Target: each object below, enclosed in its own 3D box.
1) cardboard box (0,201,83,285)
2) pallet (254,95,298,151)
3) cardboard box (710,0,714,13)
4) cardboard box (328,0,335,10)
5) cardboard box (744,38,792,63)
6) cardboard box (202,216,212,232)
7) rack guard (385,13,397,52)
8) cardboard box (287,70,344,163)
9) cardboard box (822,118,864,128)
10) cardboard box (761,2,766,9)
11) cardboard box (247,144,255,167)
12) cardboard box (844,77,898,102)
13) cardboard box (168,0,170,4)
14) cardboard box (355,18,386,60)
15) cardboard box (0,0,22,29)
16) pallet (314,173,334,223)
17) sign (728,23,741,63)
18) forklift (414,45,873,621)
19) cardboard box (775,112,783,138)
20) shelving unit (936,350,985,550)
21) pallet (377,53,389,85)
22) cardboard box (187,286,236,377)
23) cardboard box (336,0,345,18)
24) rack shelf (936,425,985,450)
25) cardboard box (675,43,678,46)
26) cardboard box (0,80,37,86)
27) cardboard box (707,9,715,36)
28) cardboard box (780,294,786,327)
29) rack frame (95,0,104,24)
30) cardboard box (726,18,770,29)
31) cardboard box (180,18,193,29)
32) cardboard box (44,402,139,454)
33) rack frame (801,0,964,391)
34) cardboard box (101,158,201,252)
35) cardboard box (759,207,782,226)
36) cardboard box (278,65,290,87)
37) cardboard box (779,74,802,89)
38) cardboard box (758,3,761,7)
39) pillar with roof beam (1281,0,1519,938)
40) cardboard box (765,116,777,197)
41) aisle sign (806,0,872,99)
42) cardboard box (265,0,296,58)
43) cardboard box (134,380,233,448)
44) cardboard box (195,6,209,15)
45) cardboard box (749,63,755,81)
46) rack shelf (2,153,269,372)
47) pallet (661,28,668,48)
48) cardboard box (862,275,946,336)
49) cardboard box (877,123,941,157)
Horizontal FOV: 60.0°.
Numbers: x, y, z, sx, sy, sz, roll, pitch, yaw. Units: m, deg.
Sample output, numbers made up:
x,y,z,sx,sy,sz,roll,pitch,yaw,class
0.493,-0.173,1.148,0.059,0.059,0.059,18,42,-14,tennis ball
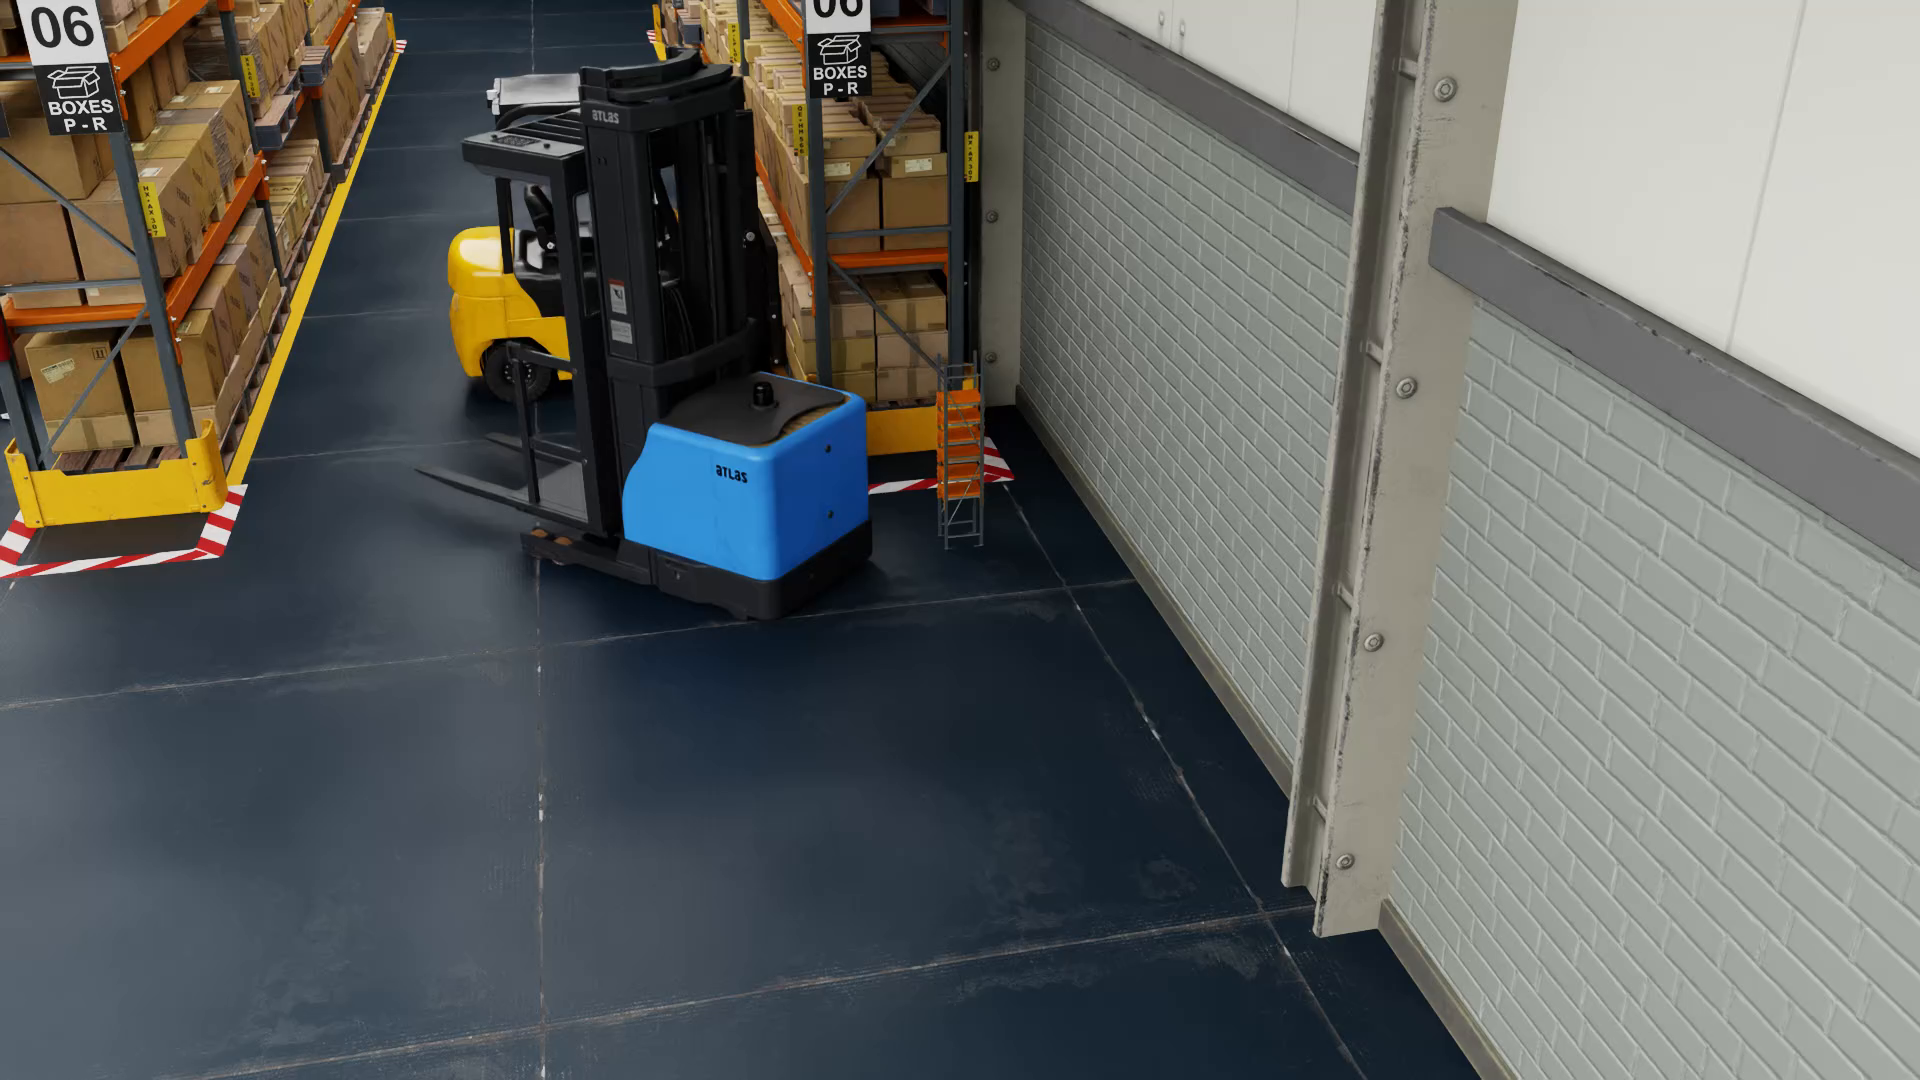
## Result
x,y,z,sx,sy,sz,roll,pitch,yaw,class
-5.699,-1.897,10.239,0.500,0.500,0.500,-6,27,-13,cardboard box
-6.240,-3.530,14.128,1.003,0.211,1.213,-6,27,-12,pallet
-2.346,-5.464,16.916,0.380,0.149,0.250,-5,27,-10,cardboard box
-7.301,-6.096,18.611,0.500,0.250,0.500,-5,27,-11,cardboard box
-1.591,-4.068,13.820,0.380,0.149,0.250,-5,27,-11,cardboard box
-5.486,-2.257,11.671,0.380,0.149,0.250,-7,28,-13,cardboard box
-8.919,-7.428,24.412,1.175,0.500,0.348,-6,27,-12,rack guard
-7.185,-4.572,17.872,0.875,0.875,0.875,-6,27,-12,cardboard box
-0.845,-2.723,11.155,0.380,0.149,0.250,-6,27,-12,cardboard box
-1.838,-5.516,17.018,0.380,0.149,0.250,-6,27,-12,cardboard box
-5.840,-3.043,13.229,0.380,0.149,0.250,-6,27,-12,cardboard box
-0.661,-3.333,12.364,0.380,0.149,0.250,-6,27,-11,cardboard box
-5.460,-3.593,10.990,0.380,0.149,0.250,-7,28,-13,cardboard box
-8.453,-6.897,22.962,0.875,0.438,0.875,-5,27,-10,cardboard box
-5.686,-3.112,9.594,0.500,0.250,0.500,-6,27,-12,cardboard box
-6.936,-3.433,16.818,1.003,0.211,1.213,-6,27,-12,pallet
-1.901,-4.193,14.032,0.100,0.325,0.005,-6,27,-12,sign
-2.046,-1.341,9.655,3.031,2.935,1.130,16,31,28,forklift
-1.137,-3.034,12.101,0.380,0.149,0.250,-6,27,-11,cardboard box
0.003,-0.529,9.967,0.258,1.200,0.189,-6,27,-12,shelving unit
-8.386,-6.411,22.718,1.003,0.211,1.213,-6,27,-12,pallet
-5.348,-1.426,11.499,0.500,0.500,0.500,-7,28,-14,cardboard box
-7.552,-6.316,19.600,0.500,0.250,0.500,-6,27,-12,cardboard box
0.003,-0.597,9.933,0.258,0.103,0.180,-6,27,-12,rack shelf
-3.669,-6.622,22.608,0.396,0.266,0.258,-5,27,-10,cardboard box
-5.958,-2.772,10.862,0.700,0.500,0.500,-6,27,-12,cardboard box
-2.302,-5.244,16.922,0.500,0.250,0.500,-5,27,-10,cardboard box
-1.126,-1.826,12.570,0.500,0.250,0.500,-7,28,-13,cardboard box
-5.308,-4.188,8.560,1.000,3.000,0.127,-6,27,-12,rack frame
-1.984,-4.791,15.582,0.380,0.149,0.250,-6,27,-11,cardboard box
-6.701,-4.401,14.013,0.380,0.149,0.250,-7,28,-13,cardboard box
-5.757,-0.808,11.107,0.500,0.250,0.500,-6,27,-12,cardboard box
-0.473,-2.015,10.914,1.000,3.000,0.127,-6,27,-12,rack frame
-5.264,-2.150,10.740,0.500,0.500,0.500,-5,27,-10,cardboard box
-1.342,-2.491,13.331,0.500,0.250,0.500,-5,27,-10,cardboard box
-6.293,-4.191,15.036,0.380,0.149,0.250,-5,27,-10,cardboard box
-1.150,-3.403,12.502,0.380,0.149,0.250,-6,27,-11,cardboard box
-1.904,-5.515,17.458,0.500,0.250,0.500,-5,27,-10,cardboard box
-2.594,-2.019,4.264,9.100,9.000,0.400,-6,27,-12,pillar with roof beam
-1.187,-2.922,12.600,0.500,0.500,0.500,-6,27,-11,cardboard box
-0.744,-3.117,10.212,0.394,0.787,0.004,-6,27,-12,aisle sign
-6.495,-4.768,15.460,0.500,0.500,0.500,-8,28,-15,cardboard box
-5.220,-0.852,11.194,0.500,0.250,0.500,-6,27,-12,cardboard box
-6.879,-4.485,14.899,0.500,0.500,0.500,-7,28,-14,cardboard box
-1.558,-3.939,13.894,0.380,0.149,0.250,-6,27,-12,cardboard box
-5.758,-2.066,11.813,1.077,0.370,4.000,-6,27,-12,rack shelf
-3.881,-7.411,24.699,1.003,0.211,1.213,-6,27,-12,pallet
-0.397,-1.652,11.669,0.500,0.250,0.500,-6,27,-12,cardboard box
-0.340,-2.651,11.013,0.380,0.149,0.250,-6,27,-13,cardboard box
